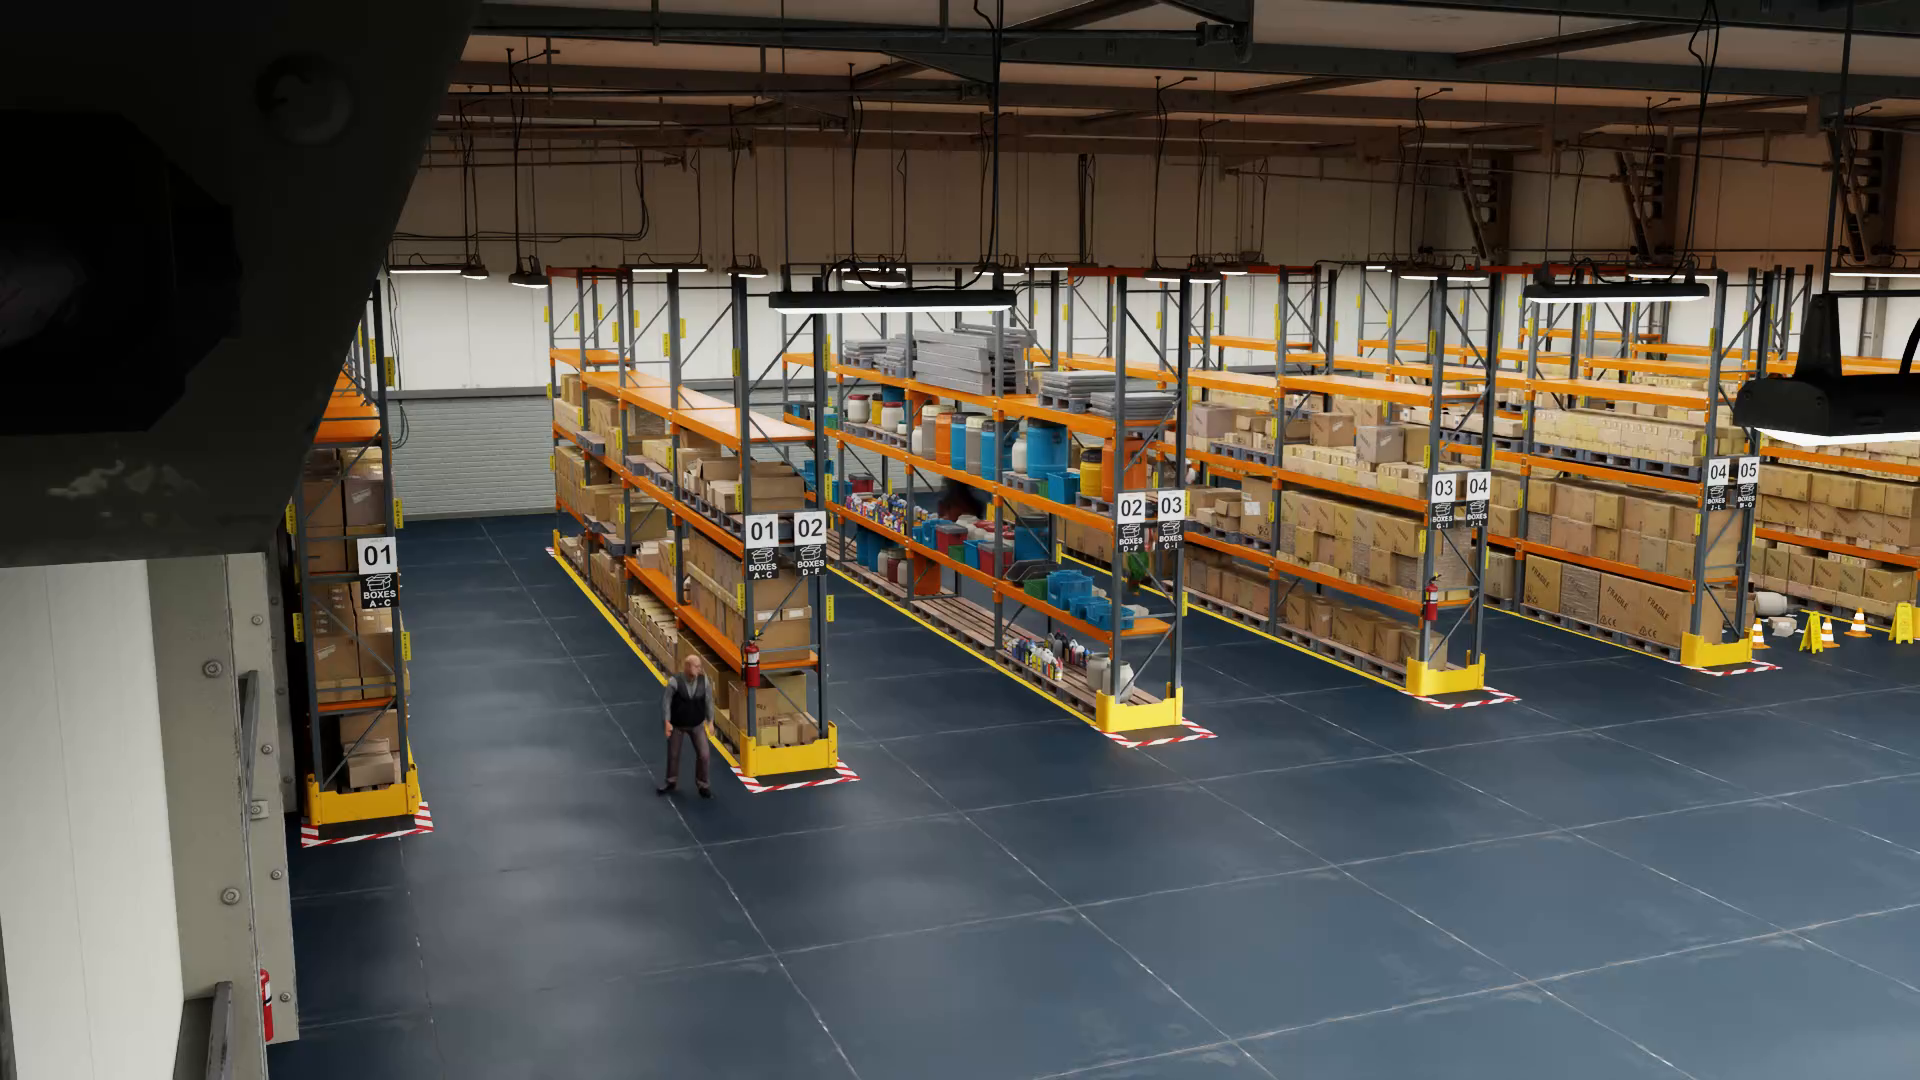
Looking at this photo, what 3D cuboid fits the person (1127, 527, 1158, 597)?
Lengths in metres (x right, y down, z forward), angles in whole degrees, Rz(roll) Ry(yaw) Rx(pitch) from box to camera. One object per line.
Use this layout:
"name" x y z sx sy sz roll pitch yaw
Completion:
"person" 3.170 0.207 29.172 0.676 1.617 0.866 -2 10 -14

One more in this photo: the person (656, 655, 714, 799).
"person" -3.219 2.220 19.445 0.671 1.635 0.577 -4 11 -21

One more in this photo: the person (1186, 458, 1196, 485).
"person" 5.036 -1.050 37.882 0.687 1.684 0.737 -5 11 -27
